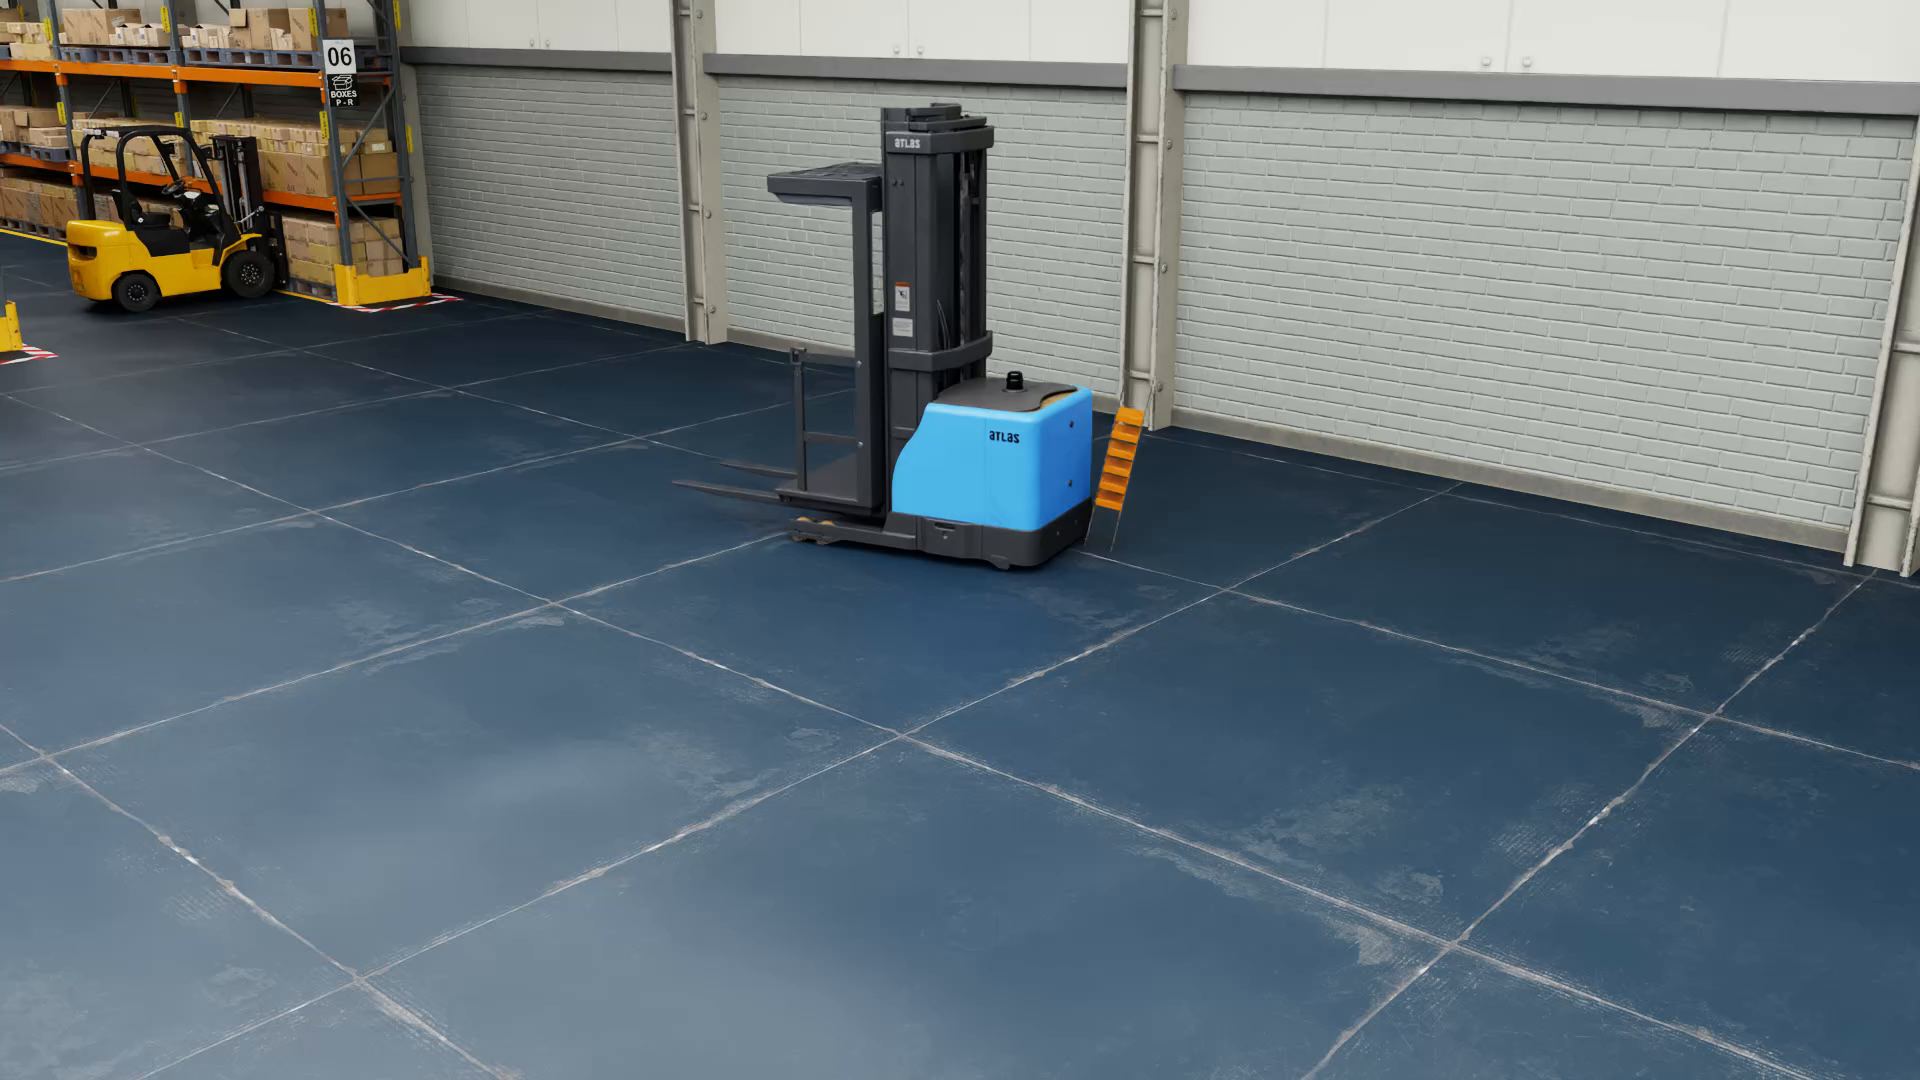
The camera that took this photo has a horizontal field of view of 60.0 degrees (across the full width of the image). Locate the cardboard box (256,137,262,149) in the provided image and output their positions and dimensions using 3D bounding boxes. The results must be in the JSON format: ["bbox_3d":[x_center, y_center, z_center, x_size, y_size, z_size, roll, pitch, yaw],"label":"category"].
[{"bbox_3d":[-9.184,-5.252,21.964,0.250,0.149,0.380,14,23,38],"label":"cardboard box"}]

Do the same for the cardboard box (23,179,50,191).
[{"bbox_3d":[-15.265,-5.878,27.539,0.250,0.149,0.380,16,24,41],"label":"cardboard box"}]

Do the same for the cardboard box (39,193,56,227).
[{"bbox_3d":[-14.603,-5.389,27.072,0.500,0.500,0.500,16,24,42],"label":"cardboard box"}]

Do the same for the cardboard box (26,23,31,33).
[{"bbox_3d":[-14.358,-8.008,26.025,0.250,0.149,0.380,15,23,38],"label":"cardboard box"}]

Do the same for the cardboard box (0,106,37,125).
[{"bbox_3d":[-15.774,-6.936,27.649,0.500,0.500,0.700,15,23,40],"label":"cardboard box"}]

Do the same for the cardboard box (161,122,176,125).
[{"bbox_3d":[-11.621,-6.126,24.719,0.250,0.149,0.380,15,23,40],"label":"cardboard box"}]

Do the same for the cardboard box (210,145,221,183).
[{"bbox_3d":[-9.832,-5.132,22.660,0.500,0.500,0.500,16,23,40],"label":"cardboard box"}]

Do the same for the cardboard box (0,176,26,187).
[{"bbox_3d":[-16.025,-6.088,28.200,0.250,0.149,0.380,14,23,38],"label":"cardboard box"}]

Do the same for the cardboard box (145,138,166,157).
[{"bbox_3d":[-11.318,-5.643,23.855,0.500,0.250,0.500,14,23,38],"label":"cardboard box"}]

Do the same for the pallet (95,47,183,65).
[{"bbox_3d":[-11.978,-7.137,24.494,1.213,0.211,1.003,16,24,42],"label":"pallet"}]

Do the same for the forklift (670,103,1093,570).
[{"bbox_3d":[-0.630,-1.493,11.472,3.031,2.935,1.130,9,20,25],"label":"forklift"}]

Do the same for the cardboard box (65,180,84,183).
[{"bbox_3d":[-14.569,-5.878,27.539,0.250,0.149,0.380,15,23,40],"label":"cardboard box"}]

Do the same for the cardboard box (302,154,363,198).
[{"bbox_3d":[-7.942,-4.618,21.038,0.500,0.500,0.500,14,23,38],"label":"cardboard box"}]

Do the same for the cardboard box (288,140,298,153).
[{"bbox_3d":[-8.387,-5.056,21.348,0.250,0.149,0.380,15,23,39],"label":"cardboard box"}]

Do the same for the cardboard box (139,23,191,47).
[{"bbox_3d":[-11.094,-7.059,23.224,0.500,0.311,0.500,14,22,38],"label":"cardboard box"}]

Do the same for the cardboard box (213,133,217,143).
[{"bbox_3d":[-9.919,-5.469,22.649,0.250,0.149,0.380,15,23,39],"label":"cardboard box"}]

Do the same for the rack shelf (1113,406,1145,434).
[{"bbox_3d":[1.135,-0.807,11.125,0.180,0.103,0.258,14,19,6],"label":"rack shelf"}]

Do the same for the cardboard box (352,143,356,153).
[{"bbox_3d":[-7.708,-5.049,21.326,0.250,0.149,0.380,15,23,39],"label":"cardboard box"}]

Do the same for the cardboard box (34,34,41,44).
[{"bbox_3d":[-14.169,-7.817,25.914,0.250,0.149,0.380,16,23,40],"label":"cardboard box"}]

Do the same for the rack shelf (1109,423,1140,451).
[{"bbox_3d":[1.111,-0.696,11.164,0.180,0.103,0.258,14,19,6],"label":"rack shelf"}]

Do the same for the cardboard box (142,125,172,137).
[{"bbox_3d":[-11.586,-5.907,24.029,0.250,0.149,0.380,14,23,38],"label":"cardboard box"}]

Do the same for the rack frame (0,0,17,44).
[{"bbox_3d":[-16.375,-9.799,27.613,0.127,3.000,1.000,15,23,39],"label":"rack frame"}]

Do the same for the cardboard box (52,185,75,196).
[{"bbox_3d":[-14.313,-5.607,26.687,0.250,0.149,0.380,14,22,37],"label":"cardboard box"}]

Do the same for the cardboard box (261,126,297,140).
[{"bbox_3d":[-8.829,-5.287,21.583,0.250,0.149,0.380,16,23,40],"label":"cardboard box"}]

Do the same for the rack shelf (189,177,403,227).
[{"bbox_3d":[-8.895,-4.589,22.303,4.000,0.370,1.077,15,23,39],"label":"rack shelf"}]

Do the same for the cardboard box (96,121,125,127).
[{"bbox_3d":[-12.727,-6.214,24.996,0.250,0.149,0.380,15,23,40],"label":"cardboard box"}]

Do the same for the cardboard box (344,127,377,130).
[{"bbox_3d":[-7.666,-5.212,21.348,0.250,0.149,0.380,16,24,41],"label":"cardboard box"}]

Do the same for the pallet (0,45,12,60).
[{"bbox_3d":[-15.156,-7.926,26.979,1.003,0.211,1.213,15,23,39],"label":"pallet"}]

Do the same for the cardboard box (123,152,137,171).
[{"bbox_3d":[-12.064,-5.612,24.586,0.500,0.250,0.500,16,24,41],"label":"cardboard box"}]

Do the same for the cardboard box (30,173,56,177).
[{"bbox_3d":[-15.708,-6.198,28.547,0.250,0.149,0.380,15,23,39],"label":"cardboard box"}]

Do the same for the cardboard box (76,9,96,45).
[{"bbox_3d":[-12.559,-7.583,24.562,0.500,0.500,0.700,14,23,38],"label":"cardboard box"}]

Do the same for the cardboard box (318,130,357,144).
[{"bbox_3d":[-7.807,-5.053,20.847,0.250,0.149,0.380,15,23,39],"label":"cardboard box"}]

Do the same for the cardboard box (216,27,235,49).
[{"bbox_3d":[-9.483,-6.580,21.792,0.258,0.266,0.396,14,23,38],"label":"cardboard box"}]

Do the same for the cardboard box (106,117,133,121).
[{"bbox_3d":[-13.006,-6.474,25.815,0.250,0.149,0.380,16,24,41],"label":"cardboard box"}]

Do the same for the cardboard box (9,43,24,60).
[{"bbox_3d":[-14.679,-7.744,26.344,0.500,0.250,0.500,15,23,39],"label":"cardboard box"}]

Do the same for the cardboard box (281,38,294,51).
[{"bbox_3d":[-8.221,-6.186,20.742,0.250,0.149,0.380,14,22,38],"label":"cardboard box"}]

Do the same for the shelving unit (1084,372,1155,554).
[{"bbox_3d":[1.073,-0.516,11.229,0.189,1.200,0.258,14,19,6],"label":"shelving unit"}]

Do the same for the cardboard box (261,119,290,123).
[{"bbox_3d":[-9.356,-5.691,22.854,0.250,0.149,0.380,14,23,38],"label":"cardboard box"}]

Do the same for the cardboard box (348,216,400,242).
[{"bbox_3d":[-7.633,-4.036,21.569,0.500,0.250,0.500,15,23,38],"label":"cardboard box"}]

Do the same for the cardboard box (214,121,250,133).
[{"bbox_3d":[-9.898,-5.620,22.632,0.250,0.149,0.380,14,23,38],"label":"cardboard box"}]

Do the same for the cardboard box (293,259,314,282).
[{"bbox_3d":[-8.326,-3.545,21.674,0.500,0.250,0.500,15,23,39],"label":"cardboard box"}]

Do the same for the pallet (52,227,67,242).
[{"bbox_3d":[-13.916,-4.966,26.911,1.213,0.211,1.003,15,23,39],"label":"pallet"}]

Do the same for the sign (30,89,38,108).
[{"bbox_3d":[-16.009,-7.618,28.743,0.005,0.325,0.100,15,23,39],"label":"sign"}]

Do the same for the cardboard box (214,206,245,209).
[{"bbox_3d":[-9.862,-4.427,22.800,0.500,0.250,0.500,15,23,39],"label":"cardboard box"}]

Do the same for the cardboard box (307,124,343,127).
[{"bbox_3d":[-8.409,-5.430,22.034,0.250,0.149,0.380,14,23,38],"label":"cardboard box"}]

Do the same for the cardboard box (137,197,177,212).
[{"bbox_3d":[-11.928,-4.812,25.048,0.625,0.625,0.875,14,22,37],"label":"cardboard box"}]

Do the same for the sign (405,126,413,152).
[{"bbox_3d":[-7.027,-5.105,21.177,0.005,0.325,0.100,15,23,39],"label":"sign"}]

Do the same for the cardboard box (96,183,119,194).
[{"bbox_3d":[-13.747,-5.689,26.946,0.250,0.149,0.380,16,24,41],"label":"cardboard box"}]

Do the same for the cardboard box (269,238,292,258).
[{"bbox_3d":[-8.739,-3.887,21.927,0.500,0.250,0.500,14,23,38],"label":"cardboard box"}]

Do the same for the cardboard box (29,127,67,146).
[{"bbox_3d":[-14.387,-6.404,26.386,0.500,0.250,0.500,14,22,37],"label":"cardboard box"}]

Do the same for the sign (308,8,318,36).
[{"bbox_3d":[-7.770,-6.225,19.975,0.005,0.325,0.100,15,23,39],"label":"sign"}]

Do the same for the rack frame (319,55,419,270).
[{"bbox_3d":[-7.400,-4.531,20.929,0.127,3.000,1.000,15,23,39],"label":"rack frame"}]

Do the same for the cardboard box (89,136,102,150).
[{"bbox_3d":[-12.840,-6.058,25.164,0.500,0.250,0.500,16,24,41],"label":"cardboard box"}]

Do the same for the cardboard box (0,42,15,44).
[{"bbox_3d":[-16.564,-8.606,28.568,0.500,0.250,0.500,14,23,38],"label":"cardboard box"}]

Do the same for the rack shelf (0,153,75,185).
[{"bbox_3d":[-14.879,-6.196,27.364,4.000,0.370,1.077,15,23,39],"label":"rack shelf"}]

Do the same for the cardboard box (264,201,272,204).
[{"bbox_3d":[-9.895,-4.645,23.487,0.500,0.250,0.500,16,23,40],"label":"cardboard box"}]
